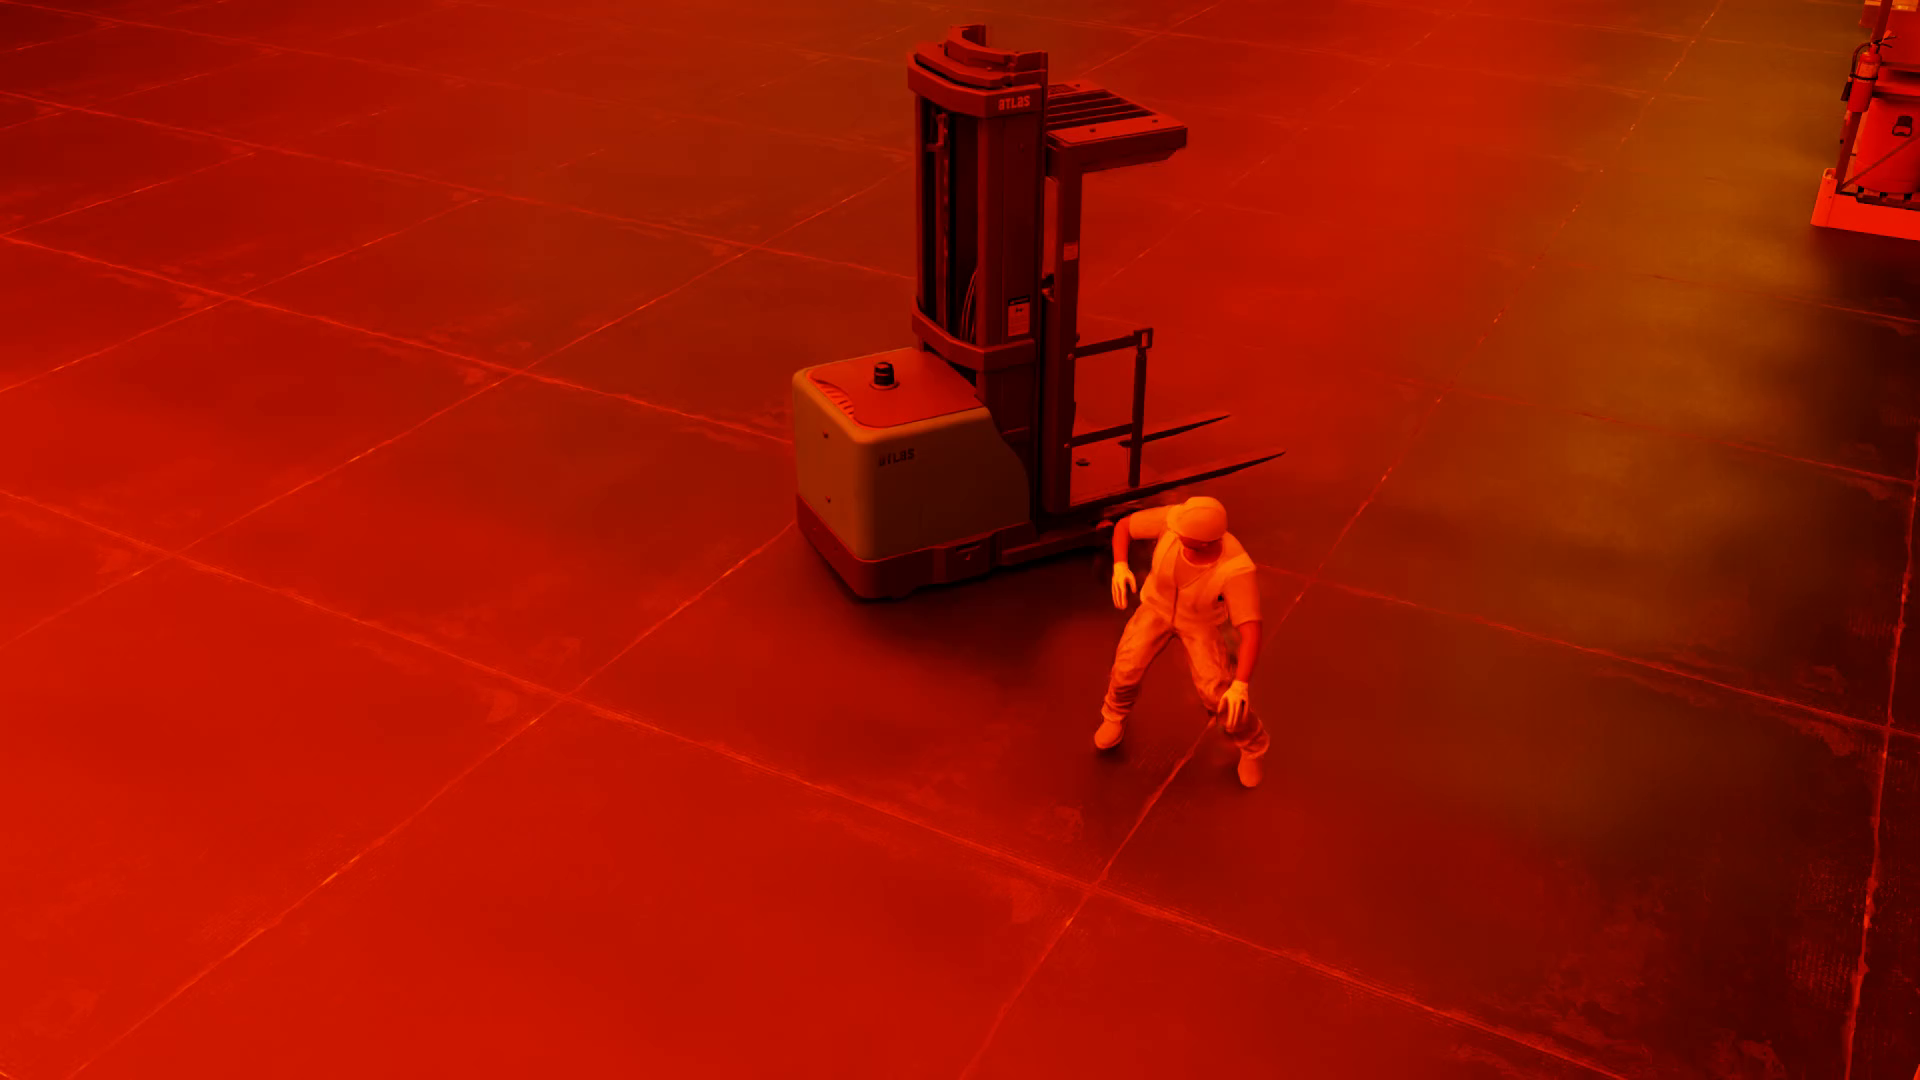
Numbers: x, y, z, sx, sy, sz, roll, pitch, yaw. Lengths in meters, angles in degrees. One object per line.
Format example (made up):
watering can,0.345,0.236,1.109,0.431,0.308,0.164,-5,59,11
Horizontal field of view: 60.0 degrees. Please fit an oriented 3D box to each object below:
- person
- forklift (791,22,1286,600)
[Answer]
person,1.048,0.457,7.760,0.865,1.529,0.879,12,32,20
forklift,0.567,-1.440,9.565,3.031,2.935,1.130,-14,33,-23
